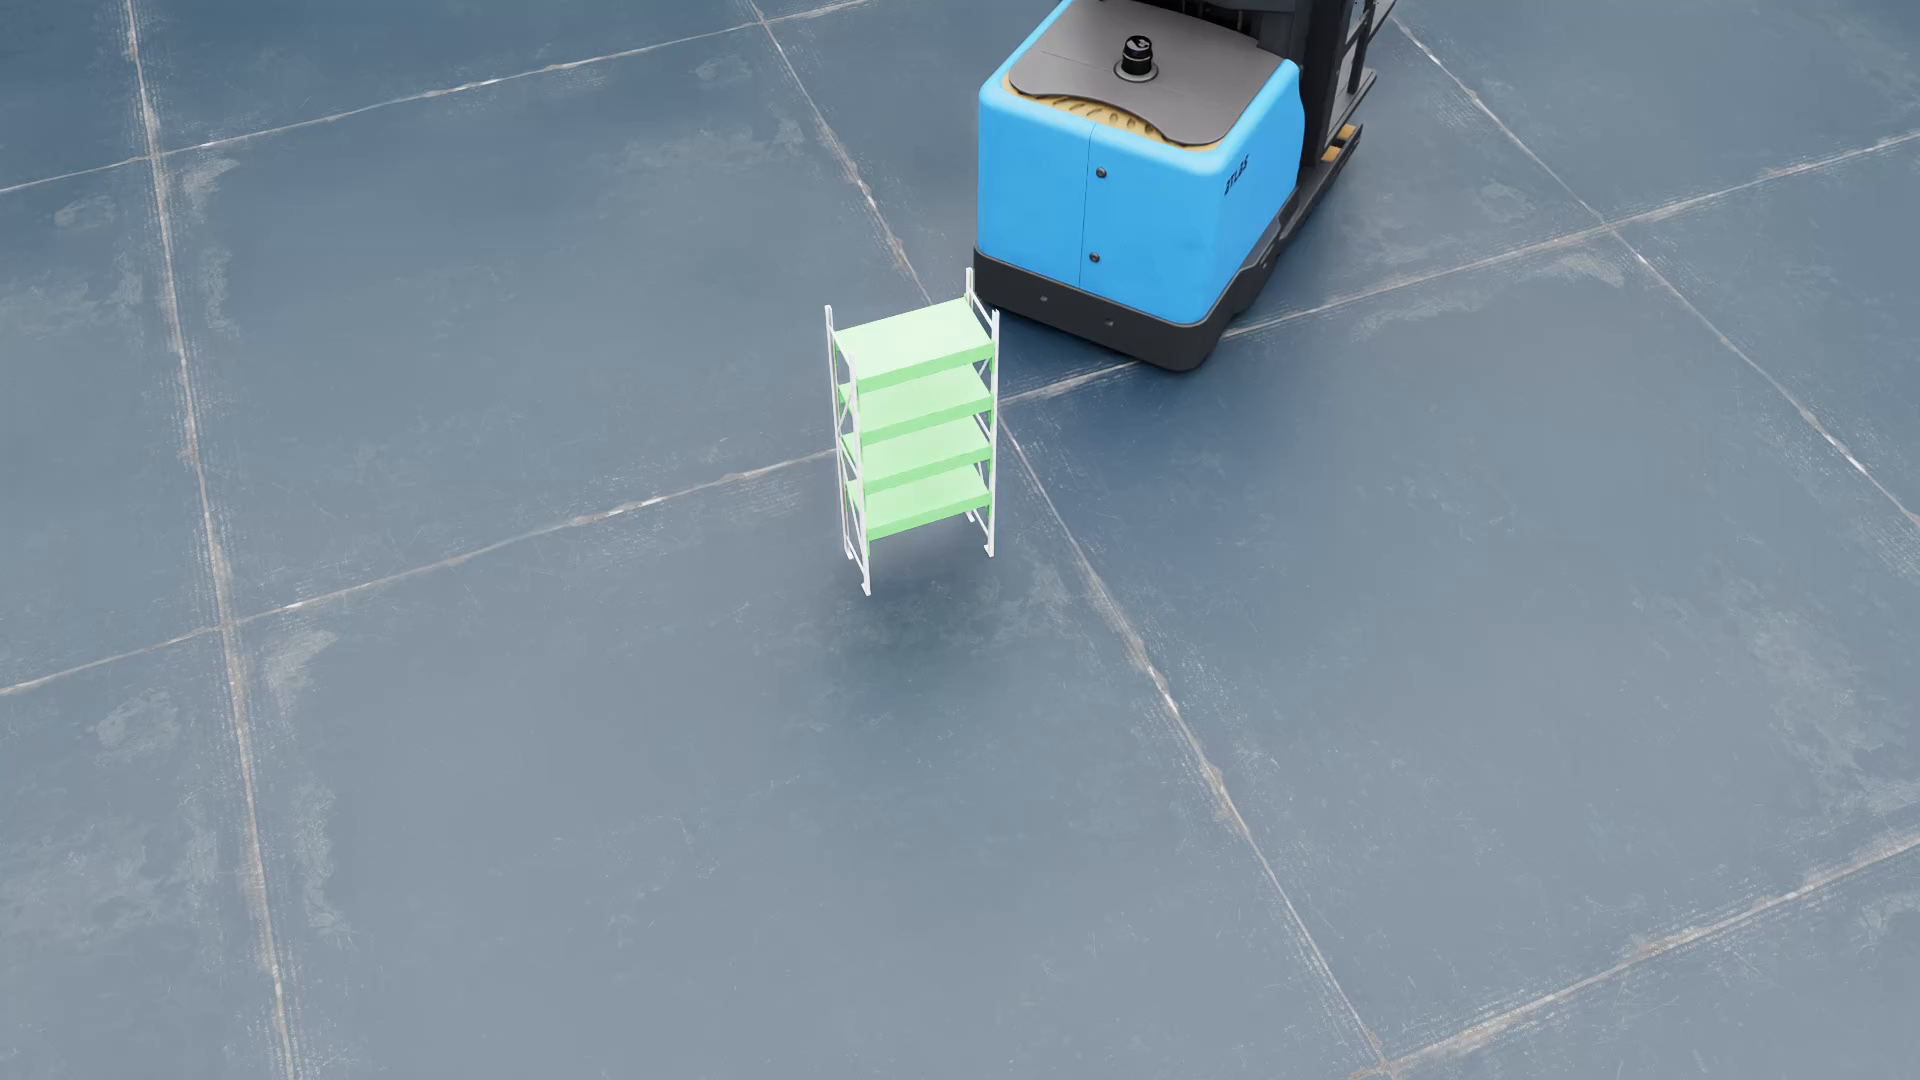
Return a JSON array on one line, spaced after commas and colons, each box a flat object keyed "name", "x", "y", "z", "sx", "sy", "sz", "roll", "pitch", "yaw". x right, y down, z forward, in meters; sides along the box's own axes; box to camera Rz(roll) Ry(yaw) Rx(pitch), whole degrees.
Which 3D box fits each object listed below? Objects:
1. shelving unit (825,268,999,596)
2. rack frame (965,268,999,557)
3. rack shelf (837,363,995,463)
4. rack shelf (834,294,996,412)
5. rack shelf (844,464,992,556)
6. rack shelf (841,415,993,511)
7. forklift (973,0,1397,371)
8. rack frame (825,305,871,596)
[{"name": "shelving unit", "x": -0.153, "y": -0.343, "z": 5.754, "sx": 0.503, "sy": 1.200, "sz": 0.258, "roll": -17, "pitch": 52, "yaw": -14}, {"name": "rack frame", "x": 0.073, "y": -0.413, "z": 5.814, "sx": 0.015, "sy": 1.200, "sz": 0.240, "roll": -17, "pitch": 52, "yaw": -14}, {"name": "rack shelf", "x": -0.153, "y": -0.458, "z": 5.620, "sx": 0.480, "sy": 0.148, "sz": 0.258, "roll": -17, "pitch": 52, "yaw": -14}, {"name": "rack shelf", "x": -0.153, "y": -0.615, "z": 5.438, "sx": 0.480, "sy": 0.148, "sz": 0.258, "roll": -17, "pitch": 52, "yaw": -14}, {"name": "rack shelf", "x": -0.153, "y": -0.145, "z": 5.985, "sx": 0.480, "sy": 0.148, "sz": 0.258, "roll": -17, "pitch": 52, "yaw": -14}, {"name": "rack shelf", "x": -0.153, "y": -0.302, "z": 5.803, "sx": 0.480, "sy": 0.148, "sz": 0.258, "roll": -17, "pitch": 52, "yaw": -14}, {"name": "forklift", "x": 1.216, "y": -2.760, "z": 6.688, "sx": 1.130, "sy": 2.935, "sz": 3.031, "roll": 23, "pitch": 53, "yaw": 19}, {"name": "rack frame", "x": -0.379, "y": -0.273, "z": 5.694, "sx": 0.015, "sy": 1.200, "sz": 0.240, "roll": -17, "pitch": 52, "yaw": -14}]
